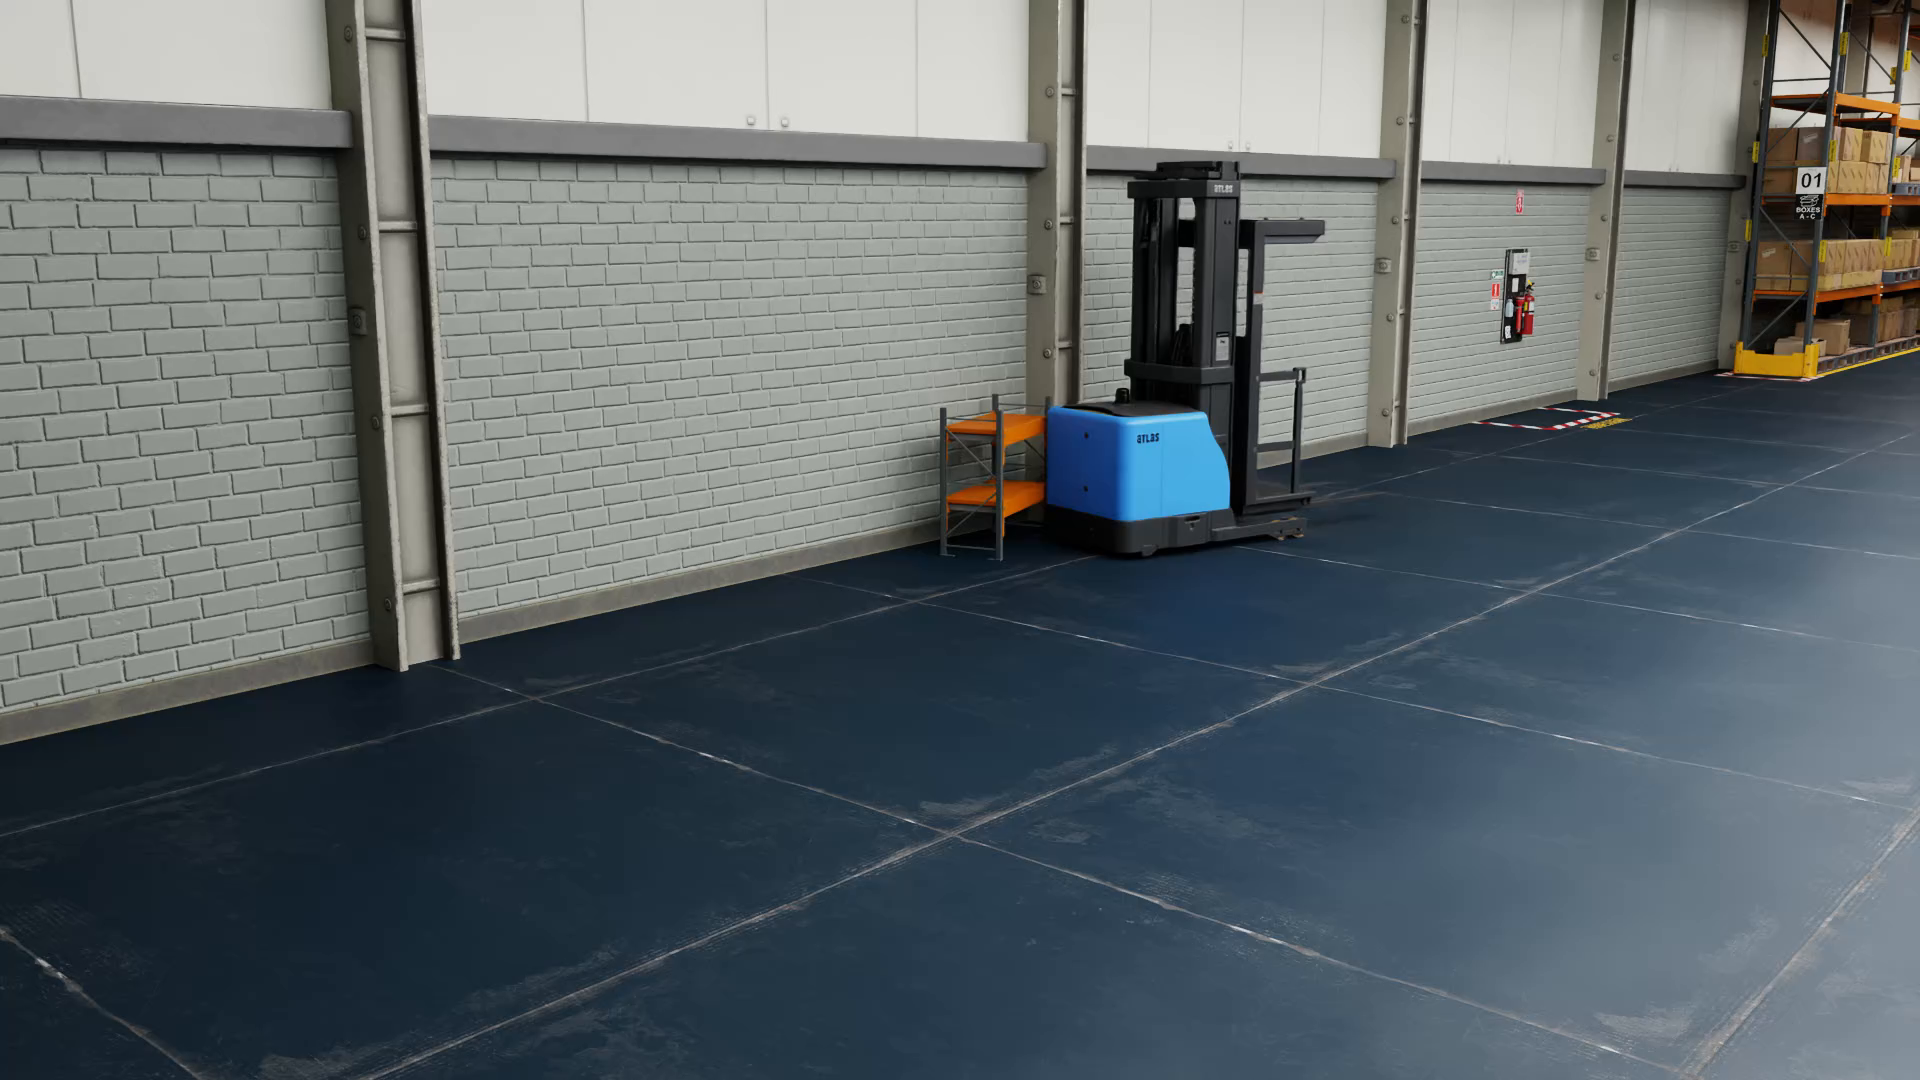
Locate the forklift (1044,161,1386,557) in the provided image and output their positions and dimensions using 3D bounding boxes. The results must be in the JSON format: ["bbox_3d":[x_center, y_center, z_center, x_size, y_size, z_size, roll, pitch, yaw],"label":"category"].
[{"bbox_3d":[2.173,-1.511,13.291,3.031,2.935,1.130,-7,14,-33],"label":"forklift"}]

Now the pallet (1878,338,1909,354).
[{"bbox_3d":[16.818,-3.603,30.710,1.003,0.211,1.213,10,15,40],"label":"pallet"}]

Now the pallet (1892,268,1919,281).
[{"bbox_3d":[16.864,-4.873,30.440,1.003,0.211,1.213,10,15,40],"label":"pallet"}]

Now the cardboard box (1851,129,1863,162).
[{"bbox_3d":[13.995,-6.276,26.458,0.500,0.500,0.500,10,15,42],"label":"cardboard box"}]

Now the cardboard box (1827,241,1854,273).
[{"bbox_3d":[14.080,-4.569,26.844,0.500,0.500,0.500,9,14,39],"label":"cardboard box"}]

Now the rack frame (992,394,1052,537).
[{"bbox_3d":[0.492,-0.600,13.346,0.500,1.125,0.032,5,12,23],"label":"rack frame"}]

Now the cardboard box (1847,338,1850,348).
[{"bbox_3d":[15.169,-3.419,28.781,0.380,0.166,0.250,7,14,33],"label":"cardboard box"}]

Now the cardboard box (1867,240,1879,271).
[{"bbox_3d":[15.095,-4.795,27.979,0.500,0.500,0.500,10,15,40],"label":"cardboard box"}]

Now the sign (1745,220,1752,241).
[{"bbox_3d":[12.455,-4.884,26.243,0.100,0.325,0.005,10,15,40],"label":"sign"}]

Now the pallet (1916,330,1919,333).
[{"bbox_3d":[18.717,-4.002,32.711,1.003,0.211,1.213,10,15,40],"label":"pallet"}]

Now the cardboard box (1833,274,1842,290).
[{"bbox_3d":[13.752,-4.132,26.572,0.500,0.250,0.500,9,15,39],"label":"cardboard box"}]

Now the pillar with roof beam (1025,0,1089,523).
[{"bbox_3d":[4.023,-4.038,10.455,9.100,9.000,0.400,10,15,40],"label":"pillar with roof beam"}]

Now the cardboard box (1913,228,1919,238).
[{"bbox_3d":[18.652,-5.874,31.981,0.500,0.250,0.500,10,15,42],"label":"cardboard box"}]

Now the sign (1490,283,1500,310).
[{"bbox_3d":[6.608,-3.009,20.529,0.001,0.329,0.234,10,15,40],"label":"sign"}]

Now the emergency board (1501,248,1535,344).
[{"bbox_3d":[7.051,-3.060,20.873,0.194,1.169,0.643,10,15,40],"label":"emergency board"}]

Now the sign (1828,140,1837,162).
[{"bbox_3d":[13.267,-5.916,25.283,0.100,0.325,0.005,10,15,40],"label":"sign"}]

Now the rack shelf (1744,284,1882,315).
[{"bbox_3d":[14.179,-4.028,27.557,1.077,0.370,4.000,10,15,40],"label":"rack shelf"}]

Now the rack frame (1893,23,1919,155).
[{"bbox_3d":[18.140,-8.205,31.319,1.000,3.000,0.127,10,15,40],"label":"rack frame"}]

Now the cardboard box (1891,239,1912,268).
[{"bbox_3d":[17.032,-5.272,30.568,0.700,0.500,0.500,10,15,40],"label":"cardboard box"}]

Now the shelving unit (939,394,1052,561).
[{"bbox_3d":[0.288,-0.509,12.889,0.538,1.125,1.048,5,12,23],"label":"shelving unit"}]

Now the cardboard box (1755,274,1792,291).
[{"bbox_3d":[13.022,-4.117,26.496,0.500,0.250,0.500,10,15,41],"label":"cardboard box"}]

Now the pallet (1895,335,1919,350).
[{"bbox_3d":[17.623,-3.781,31.605,1.003,0.211,1.213,10,15,40],"label":"pallet"}]

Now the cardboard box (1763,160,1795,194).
[{"bbox_3d":[12.944,-5.711,26.179,0.500,0.500,0.500,-11,16,-43],"label":"cardboard box"}]

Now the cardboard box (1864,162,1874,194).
[{"bbox_3d":[14.671,-5.939,27.325,0.500,0.500,0.500,9,14,38],"label":"cardboard box"}]

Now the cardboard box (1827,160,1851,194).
[{"bbox_3d":[13.649,-5.708,26.165,0.500,0.500,0.500,-11,16,-44],"label":"cardboard box"}]

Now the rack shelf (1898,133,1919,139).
[{"bbox_3d":[19.460,-7.951,32.901,1.077,0.370,4.000,10,15,40],"label":"rack shelf"}]

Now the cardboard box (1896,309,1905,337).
[{"bbox_3d":[17.277,-4.080,31.240,0.700,0.500,0.500,10,15,40],"label":"cardboard box"}]

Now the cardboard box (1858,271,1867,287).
[{"bbox_3d":[14.759,-4.354,27.685,0.500,0.250,0.500,10,15,40],"label":"cardboard box"}]

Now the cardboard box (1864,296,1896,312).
[{"bbox_3d":[16.945,-4.357,30.709,0.500,0.250,0.500,10,15,40],"label":"cardboard box"}]

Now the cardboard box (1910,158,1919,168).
[{"bbox_3d":[18.411,-7.077,31.947,0.700,0.500,0.500,8,14,36],"label":"cardboard box"}]

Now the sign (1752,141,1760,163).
[{"bbox_3d":[12.455,-6.066,26.007,0.100,0.325,0.005,10,15,40],"label":"sign"}]

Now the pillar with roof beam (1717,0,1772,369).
[{"bbox_3d":[15.905,-6.687,23.714,9.100,9.000,0.400,10,15,40],"label":"pillar with roof beam"}]

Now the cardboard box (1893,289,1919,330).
[{"bbox_3d":[18.724,-4.507,32.532,0.750,0.750,0.750,10,15,40],"label":"cardboard box"}]

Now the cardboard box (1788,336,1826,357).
[{"bbox_3d":[13.760,-3.158,27.105,0.500,0.311,0.500,-11,15,-43],"label":"cardboard box"}]

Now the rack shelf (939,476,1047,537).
[{"bbox_3d":[0.288,-0.270,12.937,0.538,0.278,1.000,5,12,23],"label":"rack shelf"}]

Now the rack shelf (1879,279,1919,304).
[{"bbox_3d":[16.820,-4.617,30.503,1.077,0.370,4.000,10,15,40],"label":"rack shelf"}]

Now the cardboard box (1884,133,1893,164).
[{"bbox_3d":[15.373,-6.586,28.012,0.500,0.500,0.500,8,14,36],"label":"cardboard box"}]

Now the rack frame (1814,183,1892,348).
[{"bbox_3d":[15.500,-4.675,28.960,1.000,3.000,0.127,10,15,40],"label":"rack frame"}]

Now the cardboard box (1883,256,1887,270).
[{"bbox_3d":[15.861,-5.010,29.260,0.700,0.500,0.500,10,15,41],"label":"cardboard box"}]

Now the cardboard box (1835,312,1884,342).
[{"bbox_3d":[16.276,-3.858,30.128,0.700,0.500,0.500,9,15,39],"label":"cardboard box"}]

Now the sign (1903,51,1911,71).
[{"bbox_3d":[15.895,-8.041,27.908,0.100,0.325,0.005,10,15,40],"label":"sign"}]

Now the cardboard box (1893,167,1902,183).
[{"bbox_3d":[16.327,-6.469,29.438,0.500,0.311,0.500,10,15,42],"label":"cardboard box"}]
